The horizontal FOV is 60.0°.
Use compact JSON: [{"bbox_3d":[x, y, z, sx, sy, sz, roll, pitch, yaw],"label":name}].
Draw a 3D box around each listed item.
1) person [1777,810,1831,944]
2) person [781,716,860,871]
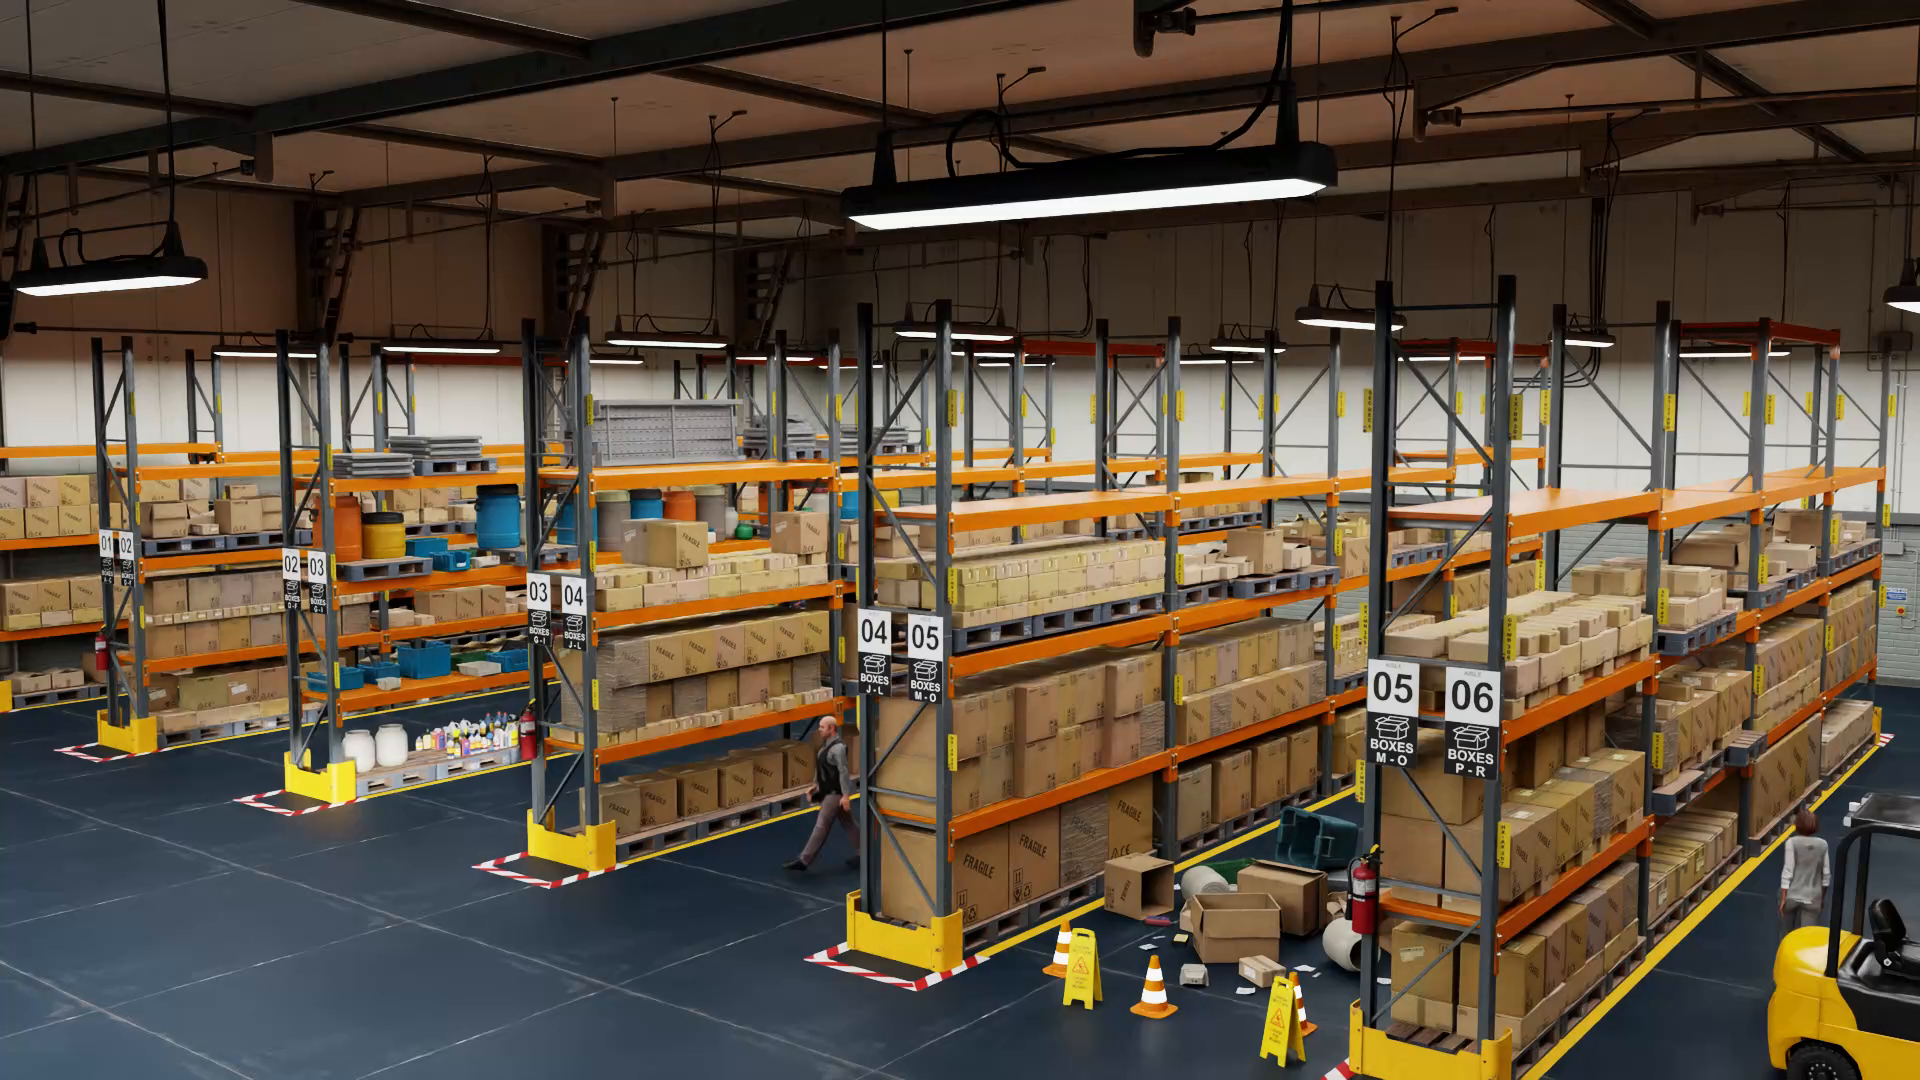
[{"bbox_3d":[7.297,3.139,14.388,0.411,1.587,0.723,3,6,27],"label":"person"},{"bbox_3d":[-1.452,2.737,18.038,1.043,1.669,0.558,-1,5,-13],"label":"person"}]
